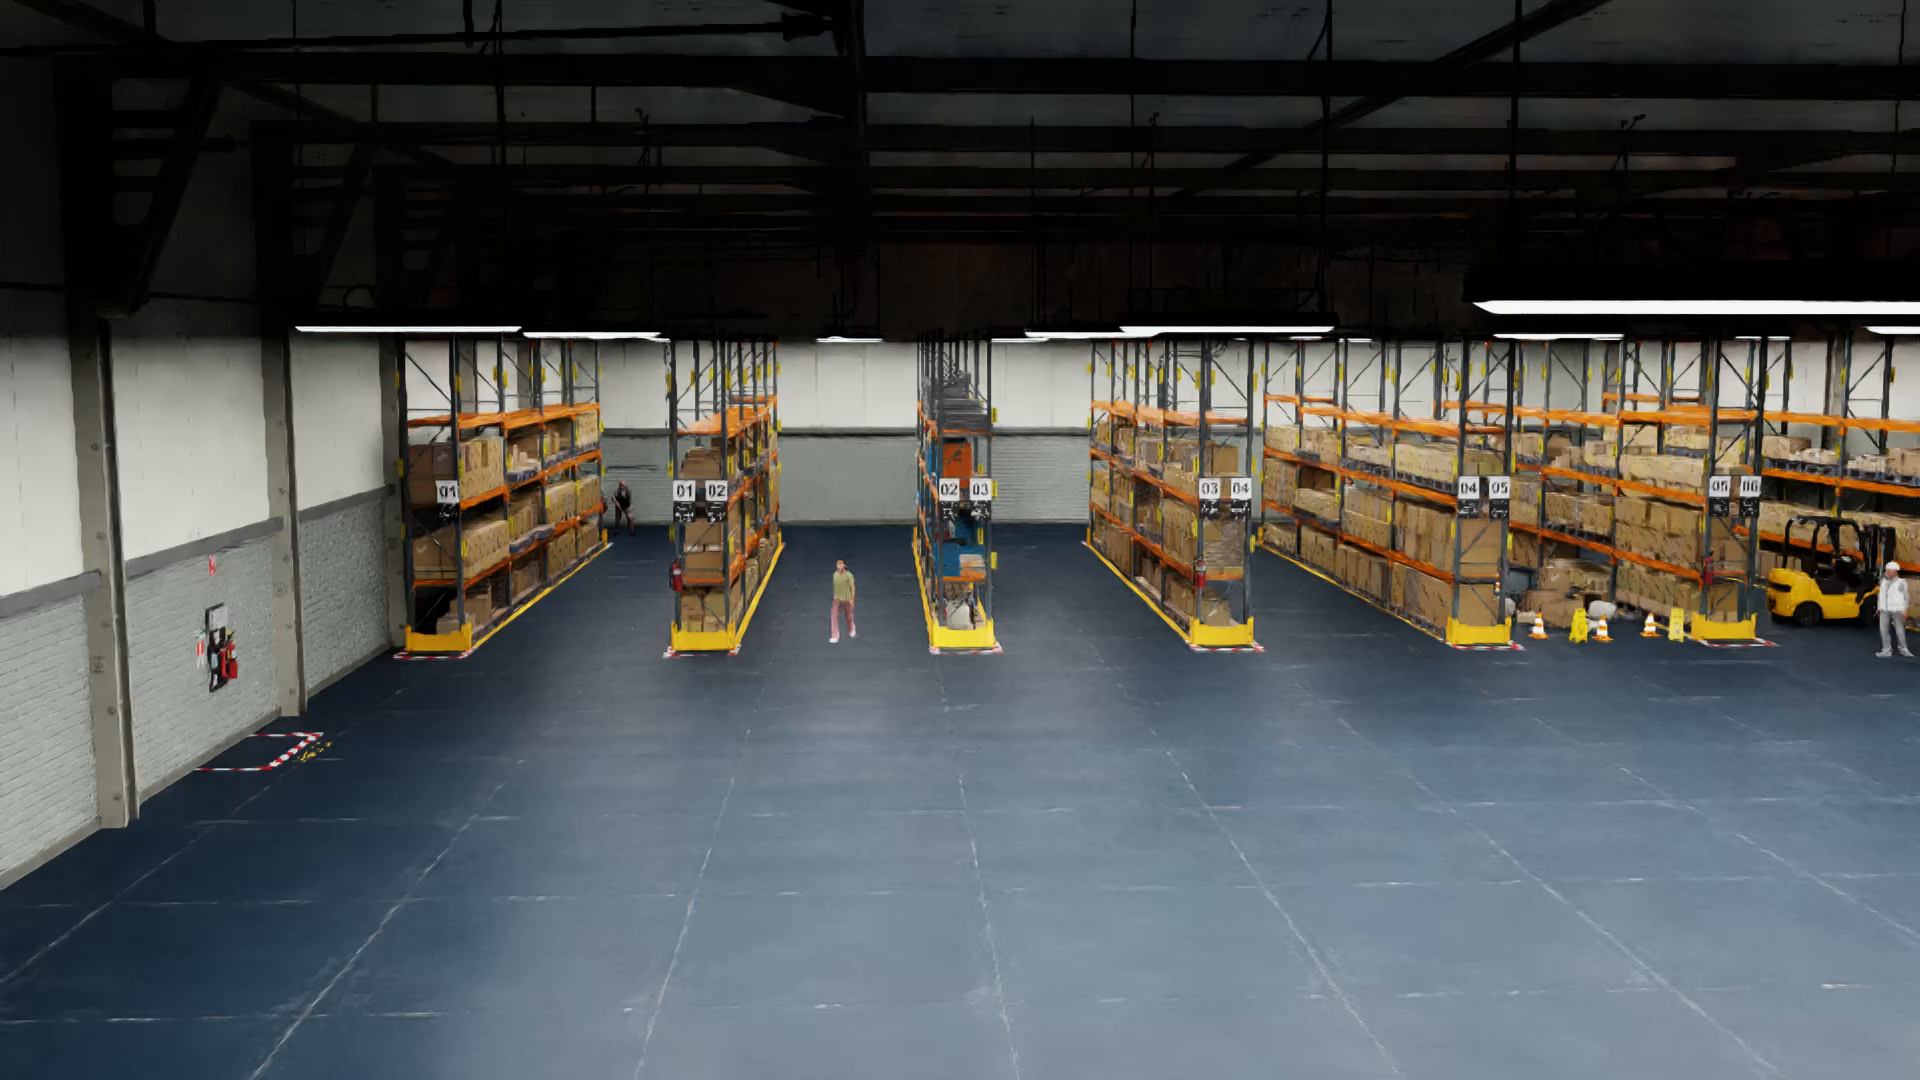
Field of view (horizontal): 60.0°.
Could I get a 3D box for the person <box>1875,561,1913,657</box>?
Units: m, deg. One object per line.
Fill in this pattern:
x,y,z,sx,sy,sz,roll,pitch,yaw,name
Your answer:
17.153,1.265,30.514,0.544,1.766,0.631,-4,8,-31,person

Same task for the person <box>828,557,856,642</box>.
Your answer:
-2.245,1.133,32.122,0.466,1.620,0.915,2,7,13,person

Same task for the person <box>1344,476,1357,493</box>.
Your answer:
12.097,-1.149,51.383,0.511,1.658,0.552,4,8,33,person

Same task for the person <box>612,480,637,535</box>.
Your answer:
-10.094,-0.975,49.816,0.683,1.662,0.837,-2,7,-19,person
